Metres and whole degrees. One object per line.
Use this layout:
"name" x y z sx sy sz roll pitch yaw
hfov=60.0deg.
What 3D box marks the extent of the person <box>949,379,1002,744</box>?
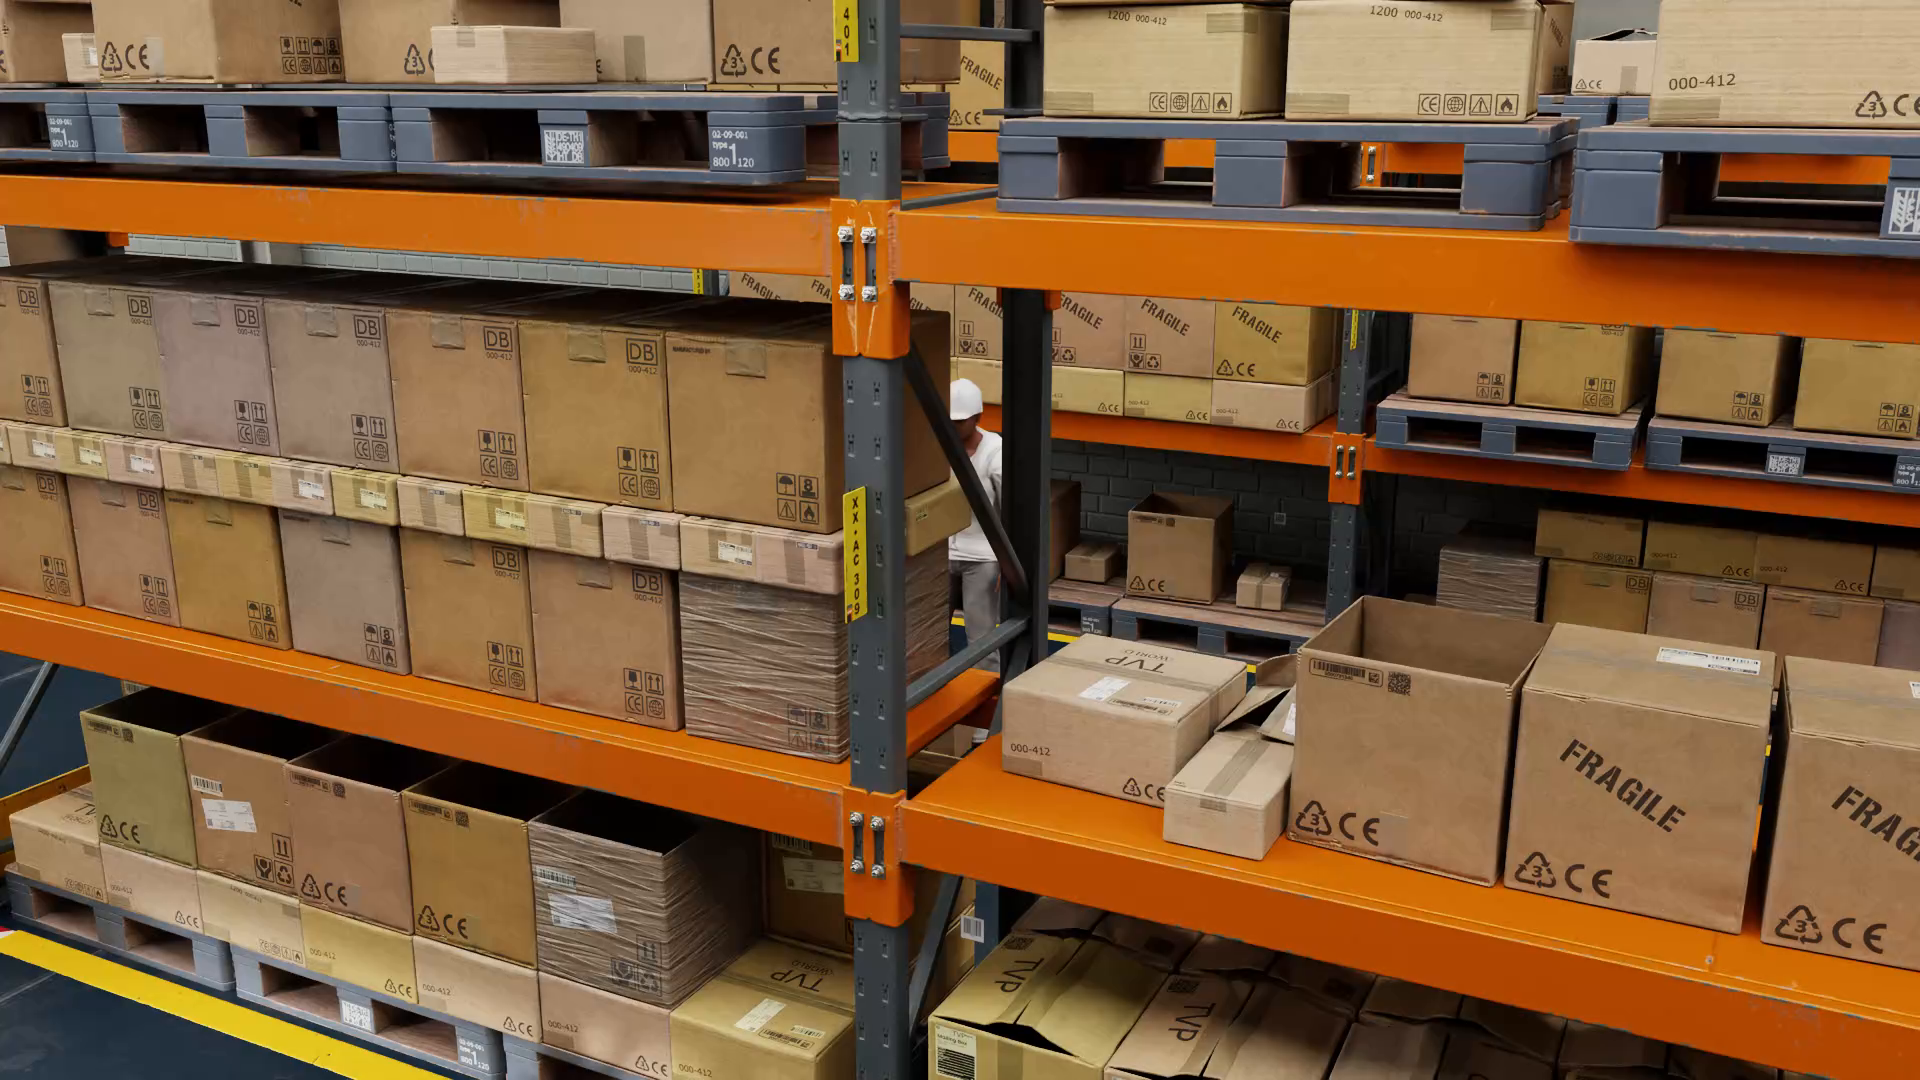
"person" 0.004 0.092 7.928 0.628 1.761 0.457 7 17 23
